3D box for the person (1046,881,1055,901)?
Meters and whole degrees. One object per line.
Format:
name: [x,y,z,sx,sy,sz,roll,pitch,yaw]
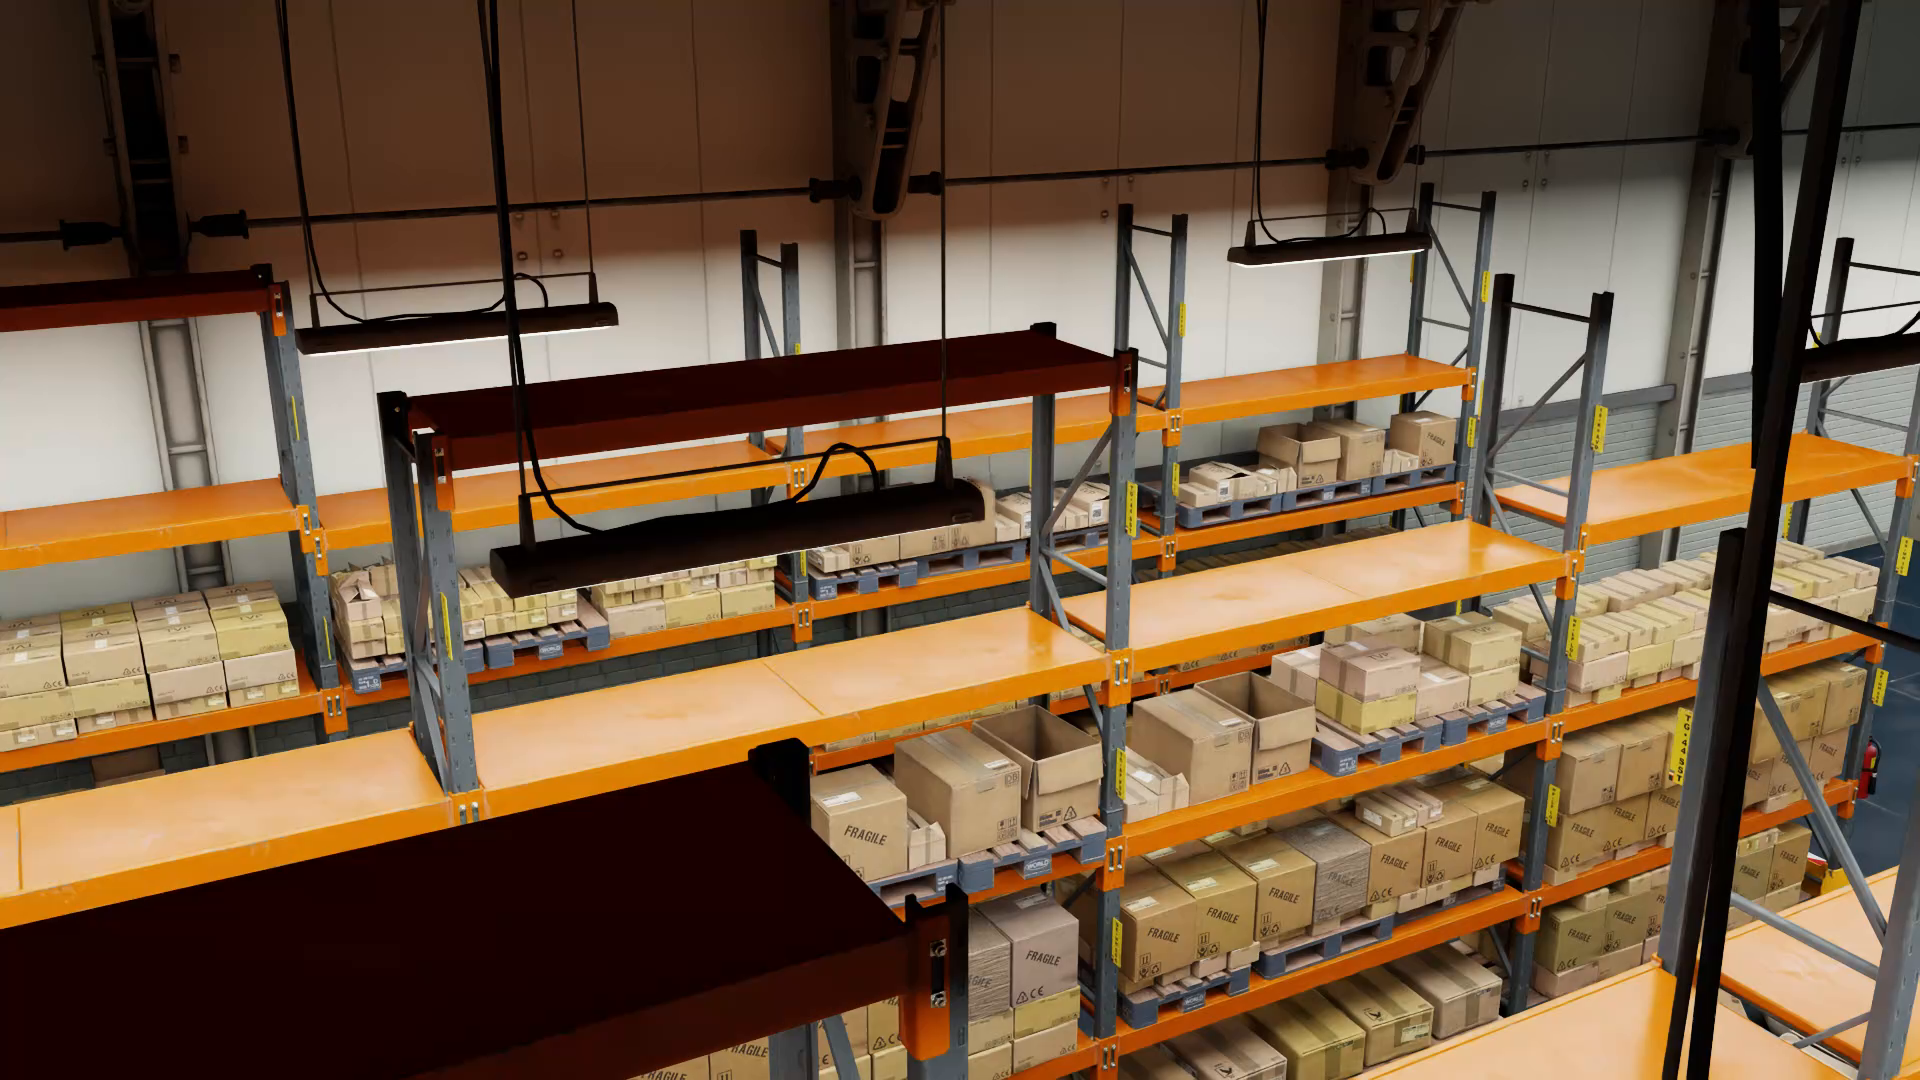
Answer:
person: [0.669,3.003,13.699,0.429,1.526,0.444,-9,20,-25]
